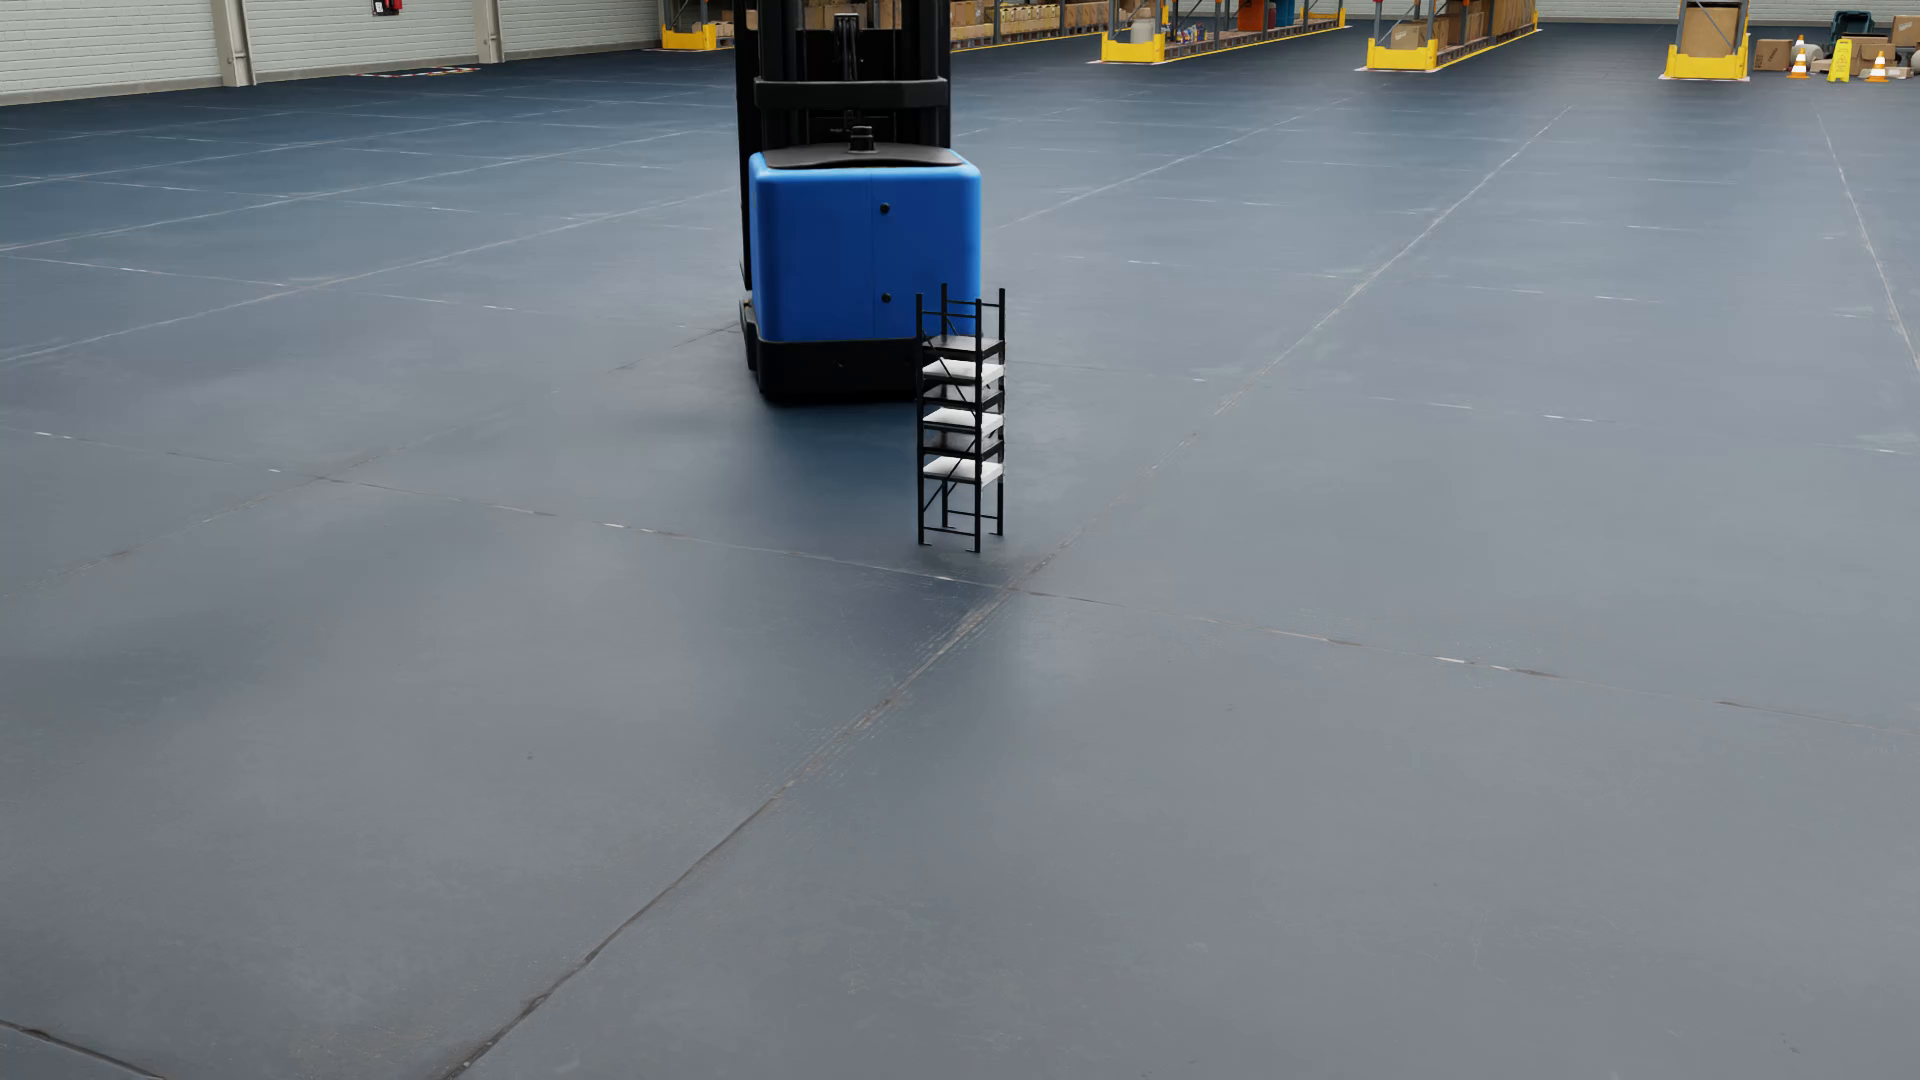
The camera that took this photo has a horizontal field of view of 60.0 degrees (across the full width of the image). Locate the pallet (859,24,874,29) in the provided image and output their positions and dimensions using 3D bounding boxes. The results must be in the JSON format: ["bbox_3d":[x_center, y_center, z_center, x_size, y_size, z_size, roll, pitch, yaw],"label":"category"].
[{"bbox_3d":[-2.811,-12.696,41.354,1.003,0.211,1.213,9,21,23],"label":"pallet"}]

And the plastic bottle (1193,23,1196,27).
[{"bbox_3d":[4.779,-10.409,34.058,0.144,0.351,0.185,9,21,23],"label":"plastic bottle"}]

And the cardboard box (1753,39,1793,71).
[{"bbox_3d":[14.214,-8.484,29.074,0.500,0.500,0.500,13,23,32],"label":"cardboard box"}]

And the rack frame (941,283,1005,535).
[{"bbox_3d":[0.045,-0.458,5.912,0.240,0.900,0.006,9,21,23],"label":"rack frame"}]

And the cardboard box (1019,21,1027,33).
[{"bbox_3d":[1.205,-11.654,37.738,0.500,0.250,0.500,8,21,21],"label":"cardboard box"}]

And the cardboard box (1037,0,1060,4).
[{"bbox_3d":[2.219,-13.289,40.814,0.500,0.250,0.500,9,22,25],"label":"cardboard box"}]

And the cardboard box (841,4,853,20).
[{"bbox_3d":[-3.054,-12.910,40.866,0.700,0.500,0.500,9,21,23],"label":"cardboard box"}]

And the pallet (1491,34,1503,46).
[{"bbox_3d":[11.459,-11.127,36.940,1.003,0.211,1.213,9,21,23],"label":"pallet"}]

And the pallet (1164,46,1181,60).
[{"bbox_3d":[3.599,-9.407,32.106,1.003,0.211,1.213,9,21,23],"label":"pallet"}]

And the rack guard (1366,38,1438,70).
[{"bbox_3d":[7.823,-8.610,29.432,1.175,0.500,0.348,9,21,23],"label":"rack guard"}]

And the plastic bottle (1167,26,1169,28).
[{"bbox_3d":[4.273,-10.451,34.287,0.152,0.276,0.135,9,22,25],"label":"plastic bottle"}]

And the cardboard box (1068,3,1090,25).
[{"bbox_3d":[2.898,-13.013,41.157,0.500,0.500,0.500,8,21,22],"label":"cardboard box"}]

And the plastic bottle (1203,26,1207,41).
[{"bbox_3d":[5.015,-10.402,34.138,0.061,0.283,0.133,10,22,25],"label":"plastic bottle"}]

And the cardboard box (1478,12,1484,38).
[{"bbox_3d":[10.811,-11.032,35.586,0.700,0.500,0.500,7,21,20],"label":"cardboard box"}]

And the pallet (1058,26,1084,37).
[{"bbox_3d":[2.372,-12.479,40.744,1.003,0.211,1.213,9,21,23],"label":"pallet"}]

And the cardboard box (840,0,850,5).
[{"bbox_3d":[-3.027,-13.239,40.673,0.500,0.250,0.500,9,21,24],"label":"cardboard box"}]

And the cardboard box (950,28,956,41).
[{"bbox_3d":[-0.415,-10.467,34.400,0.500,0.250,0.500,9,21,23],"label":"cardboard box"}]

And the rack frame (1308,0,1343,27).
[{"bbox_3d":[9.825,-15.335,44.612,1.000,3.000,0.127,9,21,23],"label":"rack frame"}]

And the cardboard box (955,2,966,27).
[{"bbox_3d":[-0.205,-10.972,34.701,0.500,0.500,0.500,9,21,23],"label":"cardboard box"}]

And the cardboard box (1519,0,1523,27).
[{"bbox_3d":[13.049,-12.820,40.085,0.875,0.875,0.875,9,21,23],"label":"cardboard box"}]

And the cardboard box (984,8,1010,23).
[{"bbox_3d":[0.790,-11.606,36.767,0.500,0.311,0.500,9,21,23],"label":"cardboard box"}]

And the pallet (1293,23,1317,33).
[{"bbox_3d":[8.453,-13.028,42.288,1.003,0.211,1.213,9,21,23],"label":"pallet"}]

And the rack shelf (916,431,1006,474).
[{"bbox_3d":[0.003,-0.310,5.866,0.258,0.077,0.200,9,21,23],"label":"rack shelf"}]

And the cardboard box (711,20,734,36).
[{"bbox_3d":[-5.166,-11.117,36.108,0.500,0.311,0.500,11,22,27],"label":"cardboard box"}]

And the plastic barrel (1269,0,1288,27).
[{"bbox_3d":[7.659,-12.941,40.385,0.600,0.901,0.708,9,21,23],"label":"plastic barrel"}]

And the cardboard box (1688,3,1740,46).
[{"bbox_3d":[13.226,-9.014,29.381,0.875,0.875,0.875,9,21,23],"label":"cardboard box"}]

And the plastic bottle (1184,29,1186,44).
[{"bbox_3d":[4.440,-9.982,32.975,0.097,0.271,0.097,0,20,0],"label":"plastic bottle"}]

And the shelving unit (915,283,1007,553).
[{"bbox_3d":[0.003,-0.426,5.825,0.258,0.900,0.210,9,21,23],"label":"shelving unit"}]

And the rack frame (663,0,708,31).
[{"bbox_3d":[-5.765,-11.803,34.681,1.000,3.000,0.127,9,21,23],"label":"rack frame"}]

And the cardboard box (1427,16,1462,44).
[{"bbox_3d":[9.701,-10.201,33.251,0.700,0.500,0.500,7,21,19],"label":"cardboard box"}]

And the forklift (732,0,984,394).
[{"bbox_3d":[-0.632,-2.508,8.646,1.130,2.935,3.031,-3,20,-9],"label":"forklift"}]

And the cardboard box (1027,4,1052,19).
[{"bbox_3d":[1.835,-12.383,38.952,0.500,0.311,0.500,8,21,22],"label":"cardboard box"}]

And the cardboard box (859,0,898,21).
[{"bbox_3d":[-2.069,-13.641,42.429,0.750,0.750,0.750,8,21,22],"label":"cardboard box"}]

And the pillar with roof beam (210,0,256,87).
[{"bbox_3d":[-7.254,-10.703,22.636,9.100,9.000,0.400,9,21,23],"label":"pillar with roof beam"}]

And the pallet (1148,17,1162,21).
[{"bbox_3d":[4.951,-14.435,46.243,1.003,0.211,1.213,9,21,23],"label":"pallet"}]

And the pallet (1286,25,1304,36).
[{"bbox_3d":[7.833,-12.568,40.994,1.003,0.211,1.213,9,21,23],"label":"pallet"}]

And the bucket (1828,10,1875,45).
[{"bbox_3d":[15.961,-9.091,29.673,0.726,0.611,0.620,18,16,41],"label":"bucket"}]

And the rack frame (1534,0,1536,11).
[{"bbox_3d":[14.344,-14.655,42.701,1.000,3.000,0.127,9,21,23],"label":"rack frame"}]

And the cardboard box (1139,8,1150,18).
[{"bbox_3d":[4.893,-14.441,45.546,0.500,0.250,0.500,9,21,23],"label":"cardboard box"}]

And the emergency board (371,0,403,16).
[{"bbox_3d":[-9.772,-9.551,28.350,0.194,1.169,0.643,9,21,23],"label":"emergency board"}]

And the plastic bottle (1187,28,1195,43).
[{"bbox_3d":[4.629,-10.148,33.434,0.152,0.276,0.135,9,21,24],"label":"plastic bottle"}]

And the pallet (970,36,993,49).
[{"bbox_3d":[0.030,-10.796,36.011,1.003,0.211,1.213,9,21,23],"label":"pallet"}]

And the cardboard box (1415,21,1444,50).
[{"bbox_3d":[8.819,-9.514,31.347,0.500,0.500,0.500,7,21,18],"label":"cardboard box"}]

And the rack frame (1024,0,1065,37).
[{"bbox_3d":[2.031,-13.570,39.650,1.000,3.000,0.127,9,21,23],"label":"rack frame"}]
